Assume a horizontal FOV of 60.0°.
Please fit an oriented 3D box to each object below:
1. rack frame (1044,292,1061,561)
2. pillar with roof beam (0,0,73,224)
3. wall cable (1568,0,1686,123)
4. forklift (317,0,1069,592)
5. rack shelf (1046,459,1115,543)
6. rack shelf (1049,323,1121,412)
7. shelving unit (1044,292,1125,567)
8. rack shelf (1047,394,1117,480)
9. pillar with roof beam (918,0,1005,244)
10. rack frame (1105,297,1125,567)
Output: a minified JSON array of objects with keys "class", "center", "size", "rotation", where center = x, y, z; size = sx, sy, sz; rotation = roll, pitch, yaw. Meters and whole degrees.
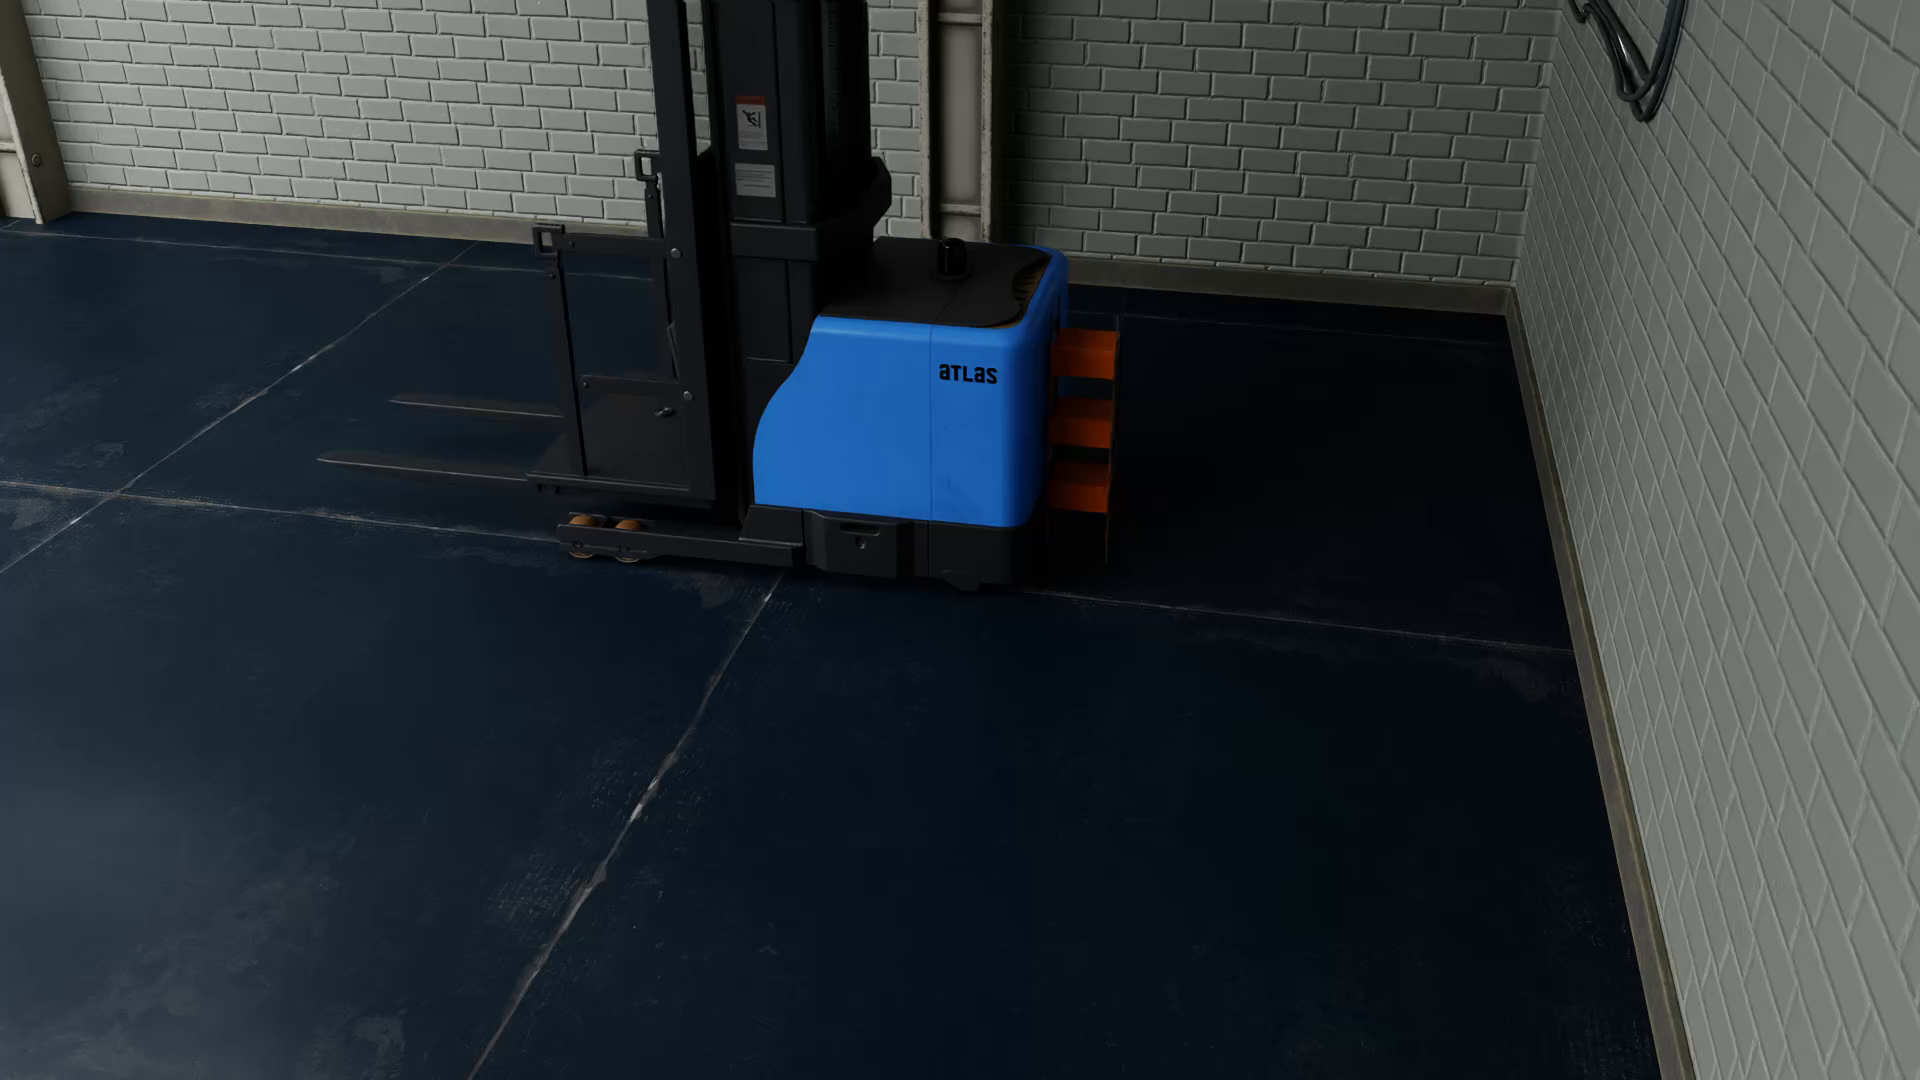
[{"class":"rack frame","center":[0.356,-0.426,6.434],"size":[0.008,1.050,0.200],"rotation":[6,29,10]},{"class":"pillar with roof beam","center":[-6.758,-3.981,4.650],"size":[0.400,9.000,9.100],"rotation":[6,29,11]},{"class":"wall cable","center":[2.614,-3.122,6.316],"size":[0.112,2.526,3.097],"rotation":[6,29,11]},{"class":"forklift","center":[-1.123,-1.435,6.320],"size":[3.031,2.935,1.130],"rotation":[6,29,10]},{"class":"rack shelf","center":[0.475,-0.161,6.551],"size":[0.240,0.259,0.215],"rotation":[6,29,10]},{"class":"rack shelf","center":[0.475,-0.653,6.281],"size":[0.240,0.259,0.215],"rotation":[6,29,10]},{"class":"shelving unit","center":[0.475,-0.414,6.412],"size":[0.252,1.050,0.215],"rotation":[6,29,10]},{"class":"rack shelf","center":[0.475,-0.404,6.417],"size":[0.240,0.259,0.215],"rotation":[6,29,10]},{"class":"pillar with roof beam","center":[-0.890,-3.379,3.551],"size":[0.400,9.000,9.100],"rotation":[6,29,11]},{"class":"rack frame","center":[0.595,-0.402,6.391],"size":[0.008,1.050,0.200],"rotation":[6,29,10]}]
